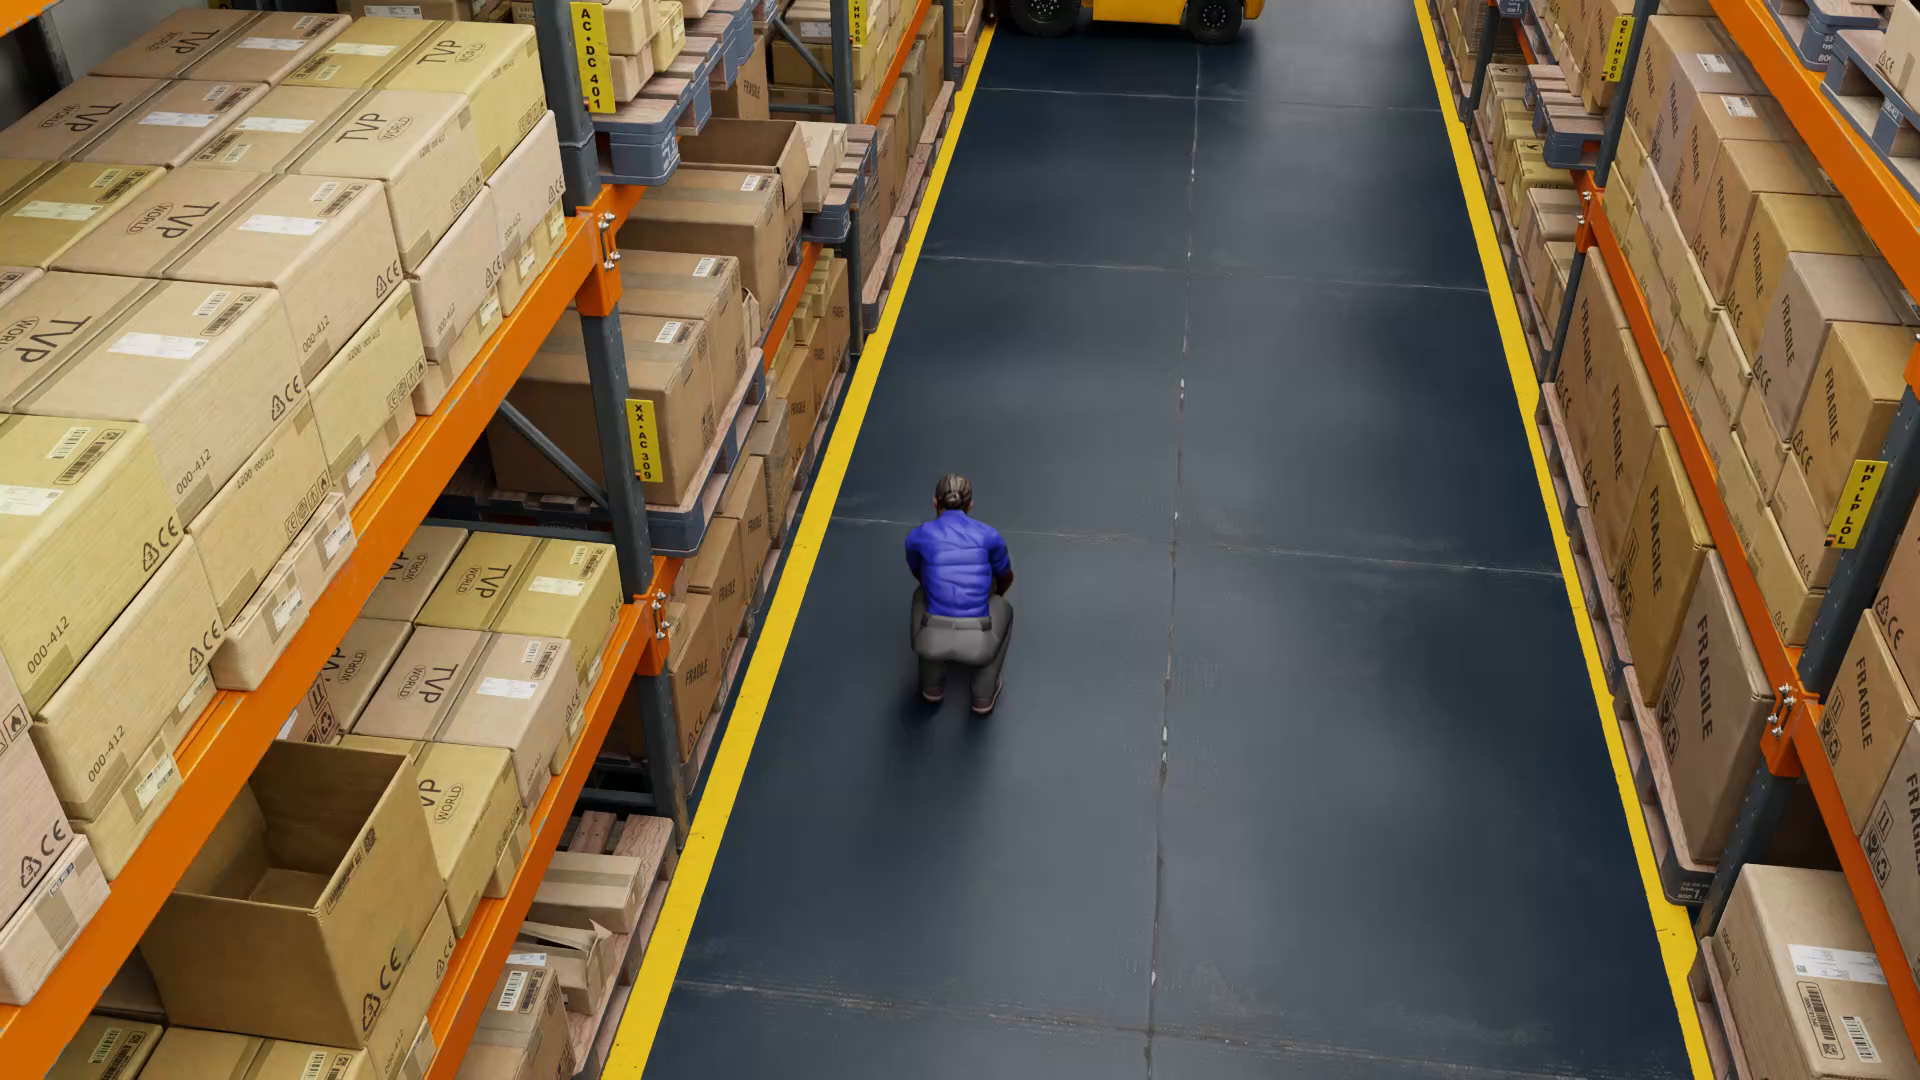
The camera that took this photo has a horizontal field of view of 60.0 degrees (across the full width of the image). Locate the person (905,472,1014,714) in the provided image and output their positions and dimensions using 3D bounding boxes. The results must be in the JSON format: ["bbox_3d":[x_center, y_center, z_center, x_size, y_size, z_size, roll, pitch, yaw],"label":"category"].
[{"bbox_3d":[-0.011,0.239,7.348,0.492,0.921,0.831,4,37,6],"label":"person"}]
